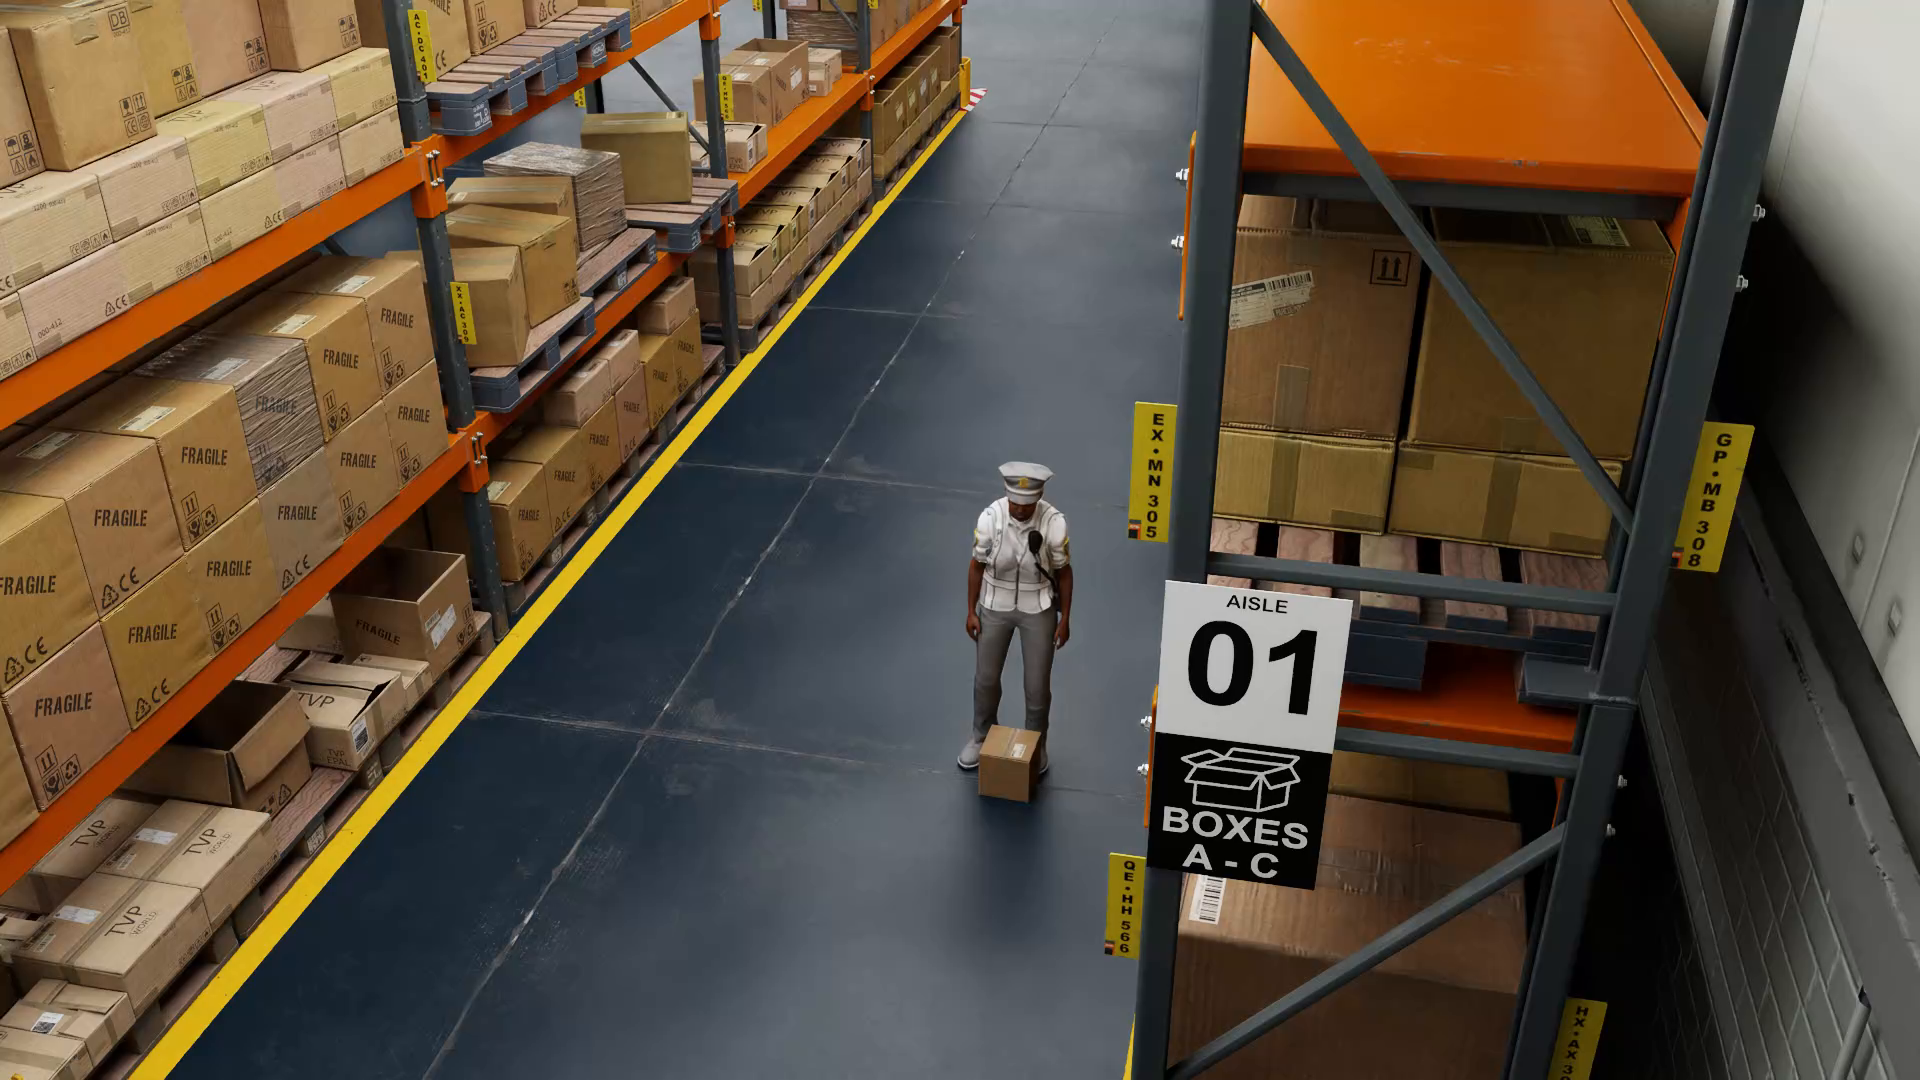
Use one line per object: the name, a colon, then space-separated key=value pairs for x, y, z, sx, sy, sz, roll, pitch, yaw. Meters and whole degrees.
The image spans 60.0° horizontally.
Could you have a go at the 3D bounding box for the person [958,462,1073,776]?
person: x=0.268 y=0.357 z=7.963 sx=0.532 sy=1.664 sz=0.391 roll=5 pitch=29 yaw=8
